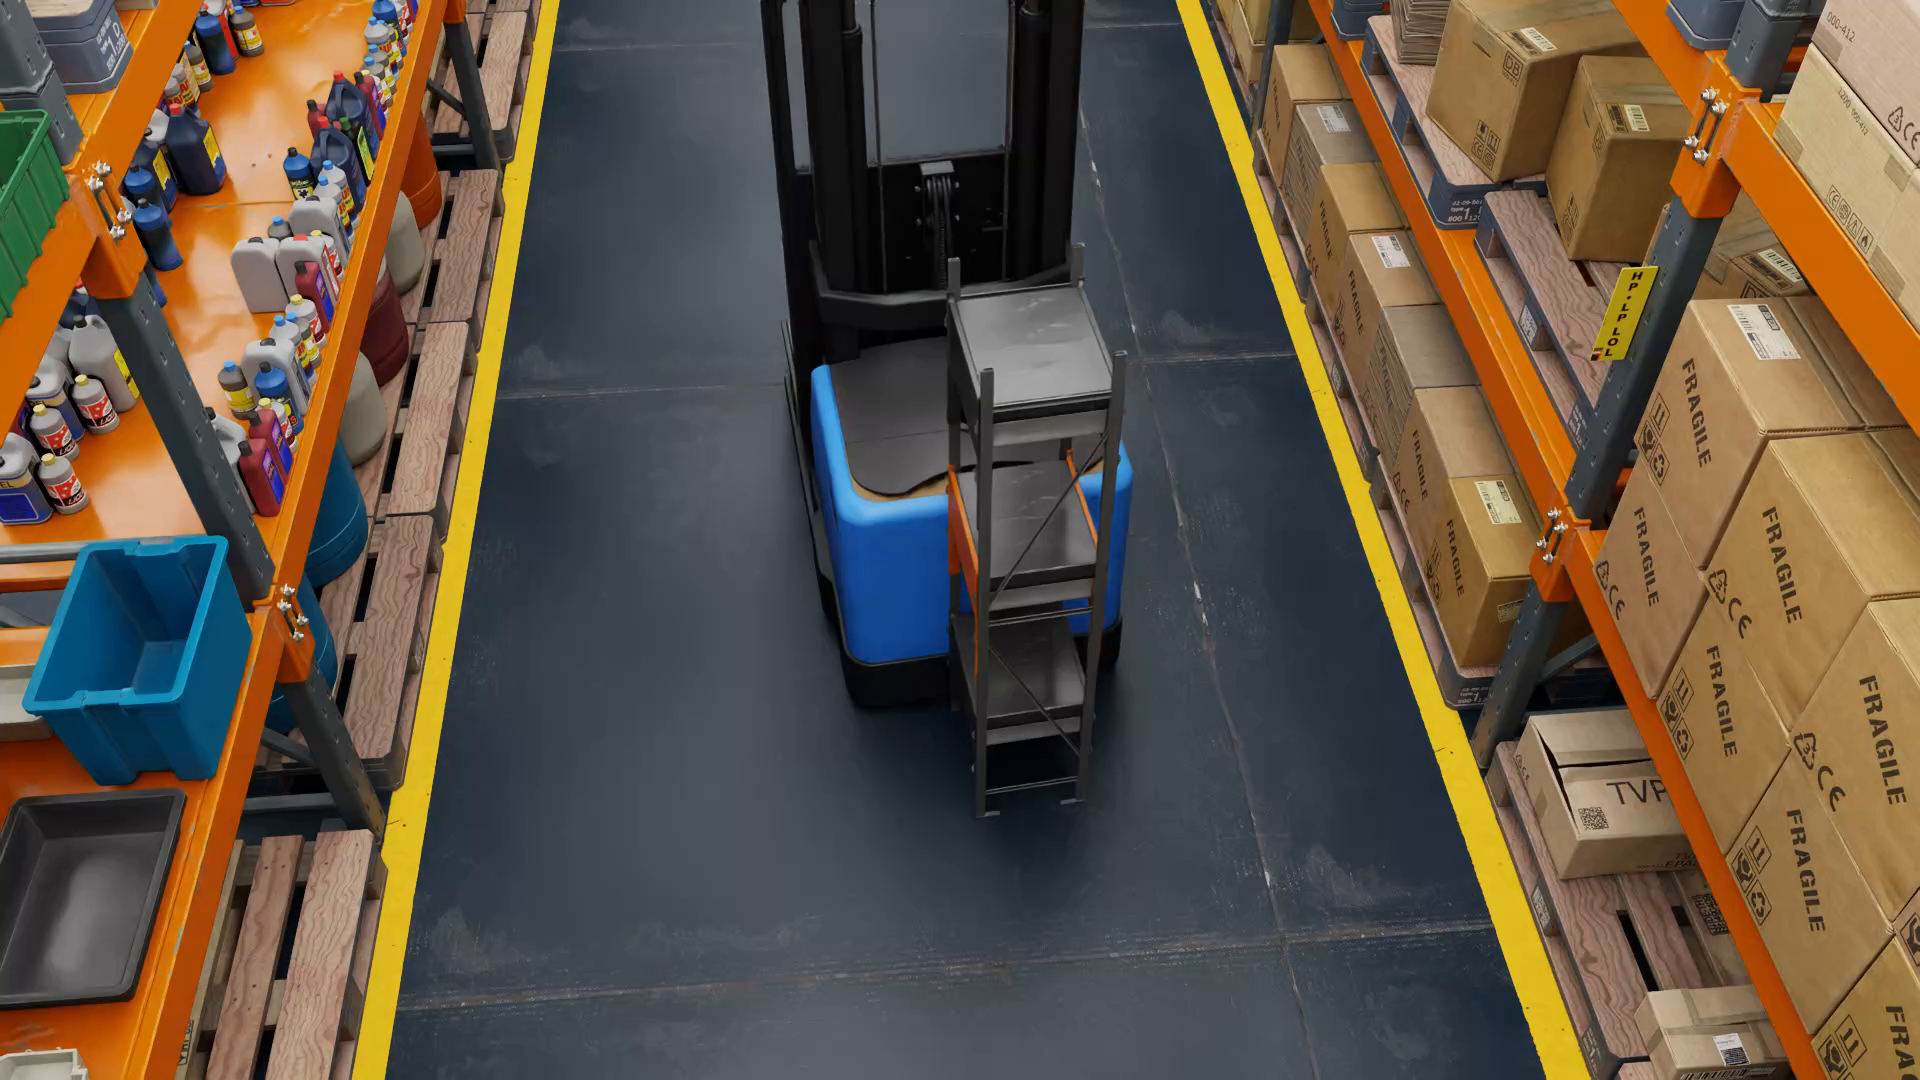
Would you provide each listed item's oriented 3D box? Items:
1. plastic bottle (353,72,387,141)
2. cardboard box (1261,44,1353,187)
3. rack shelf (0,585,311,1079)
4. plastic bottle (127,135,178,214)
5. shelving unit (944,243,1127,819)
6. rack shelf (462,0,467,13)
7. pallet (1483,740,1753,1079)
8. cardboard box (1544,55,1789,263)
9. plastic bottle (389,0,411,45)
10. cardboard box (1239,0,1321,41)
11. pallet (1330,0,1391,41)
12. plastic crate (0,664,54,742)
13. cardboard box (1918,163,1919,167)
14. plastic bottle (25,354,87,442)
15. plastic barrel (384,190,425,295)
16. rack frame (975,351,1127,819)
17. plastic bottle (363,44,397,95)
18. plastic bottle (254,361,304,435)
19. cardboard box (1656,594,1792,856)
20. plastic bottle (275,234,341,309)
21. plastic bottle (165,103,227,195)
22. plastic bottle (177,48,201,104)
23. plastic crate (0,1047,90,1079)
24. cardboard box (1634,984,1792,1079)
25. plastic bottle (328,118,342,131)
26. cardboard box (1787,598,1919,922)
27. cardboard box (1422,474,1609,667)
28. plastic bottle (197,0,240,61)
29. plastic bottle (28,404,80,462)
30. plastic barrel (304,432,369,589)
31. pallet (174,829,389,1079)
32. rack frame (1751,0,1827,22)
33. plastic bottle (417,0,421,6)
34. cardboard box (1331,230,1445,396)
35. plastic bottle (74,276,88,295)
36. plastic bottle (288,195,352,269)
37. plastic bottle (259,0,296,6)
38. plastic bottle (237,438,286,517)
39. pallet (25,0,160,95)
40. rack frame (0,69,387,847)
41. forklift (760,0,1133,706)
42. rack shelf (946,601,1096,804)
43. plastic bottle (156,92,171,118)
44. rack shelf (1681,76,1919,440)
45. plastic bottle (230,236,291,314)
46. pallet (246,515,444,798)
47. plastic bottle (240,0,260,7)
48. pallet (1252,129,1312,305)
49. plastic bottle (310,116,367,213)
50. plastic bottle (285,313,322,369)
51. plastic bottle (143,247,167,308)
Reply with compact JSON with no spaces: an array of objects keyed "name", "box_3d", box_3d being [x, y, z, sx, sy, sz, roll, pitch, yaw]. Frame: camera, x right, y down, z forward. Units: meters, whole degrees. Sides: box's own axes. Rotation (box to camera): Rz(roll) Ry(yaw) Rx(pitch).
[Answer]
[{"name":"plastic bottle","box_3d":[-2.324,-1.725,6.534,0.061,0.283,0.133,-3,47,-3]},{"name":"cardboard box","box_3d":[1.811,-2.102,8.230,0.500,0.500,0.500,-2,47,-2]},{"name":"rack shelf","box_3d":[-2.376,1.730,3.678,1.077,0.370,4.000,-3,47,-3]},{"name":"plastic bottle","box_3d":[-3.039,-1.390,6.171,0.144,0.351,0.185,-3,47,-3]},{"name":"shelving unit","box_3d":[0.207,0.069,5.375,0.431,2.100,0.503,-8,47,-7]},{"name":"rack shelf","box_3d":[-3.046,-4.058,9.159,1.077,0.370,4.000,-3,47,-3]},{"name":"pallet","box_3d":[2.449,1.193,5.611,1.003,0.211,1.213,-3,47,-3]},{"name":"cardboard box","box_3d":[2.455,-1.292,5.686,0.700,0.500,0.500,3,47,3]},{"name":"plastic bottle","box_3d":[-2.400,-2.202,7.042,0.097,0.201,0.097,0,47,0]},{"name":"cardboard box","box_3d":[1.769,-2.913,8.797,0.500,0.311,0.500,-2,47,-2]},{"name":"pallet","box_3d":[2.185,-2.605,7.420,1.213,0.211,1.003,-3,47,-3]},{"name":"plastic crate","box_3d":[-2.647,0.451,4.534,0.396,0.136,0.243,-3,47,-3]},{"name":"cardboard box","box_3d":[2.230,-0.686,3.163,0.500,0.250,0.500,-3,47,-3]},{"name":"plastic bottle","box_3d":[-2.929,-0.452,5.334,0.152,0.276,0.135,-3,47,-3]},{"name":"plastic barrel","box_3d":[-2.684,-1.391,7.563,0.421,0.512,0.421,0,47,0]},{"name":"rack frame","box_3d":[0.252,0.243,5.210,0.400,2.100,0.015,-8,47,-7]},{"name":"plastic bottle","box_3d":[-2.368,-1.920,6.776,0.097,0.201,0.097,0,47,0]},{"name":"plastic bottle","box_3d":[-2.196,-0.461,5.346,0.097,0.271,0.097,0,47,0]},{"name":"cardboard box","box_3d":[2.210,0.458,4.318,0.500,0.500,0.500,-3,47,-3]},{"name":"plastic bottle","box_3d":[-2.280,-0.950,5.806,0.152,0.276,0.135,-3,47,-3]},{"name":"plastic bottle","box_3d":[-2.898,-1.496,6.272,0.144,0.351,0.185,-3,47,-3]},{"name":"plastic bottle","box_3d":[-3.140,-1.884,6.685,0.061,0.283,0.133,-3,47,-3]},{"name":"plastic crate","box_3d":[-2.098,1.347,3.685,0.293,0.136,0.466,-3,47,-3]},{"name":"cardboard box","box_3d":[2.295,1.502,5.046,0.380,0.166,0.250,-3,47,-3]},{"name":"plastic bottle","box_3d":[-2.358,-1.491,6.313,0.061,0.283,0.133,-3,47,-3]},{"name":"cardboard box","box_3d":[2.238,0.462,3.625,0.500,0.500,0.500,-5,47,-4]},{"name":"cardboard box","box_3d":[2.066,0.106,6.139,0.500,0.500,0.500,-4,47,-4]},{"name":"plastic bottle","box_3d":[-3.125,-2.148,6.941,0.152,0.276,0.135,-3,47,-3]},{"name":"plastic bottle","box_3d":[-2.886,-0.344,5.283,0.097,0.201,0.097,0,47,0]},{"name":"plastic barrel","box_3d":[-2.631,-0.294,6.255,0.600,0.901,0.708,-3,47,-3]},{"name":"pallet","box_3d":[-2.443,1.524,5.298,1.003,0.211,1.213,-3,47,-3]},{"name":"rack frame","box_3d":[2.393,-2.326,2.891,1.000,3.000,0.127,-3,47,-3]},{"name":"plastic bottle","box_3d":[-2.428,-2.439,7.267,0.097,0.201,0.097,0,47,0]},{"name":"cardboard box","box_3d":[1.947,-0.983,7.170,0.500,0.500,0.500,-5,47,-5]},{"name":"plastic bottle","box_3d":[-2.971,-0.817,5.679,0.152,0.276,0.135,-3,47,-3]},{"name":"plastic bottle","box_3d":[-2.299,-1.118,5.964,0.152,0.276,0.135,-3,47,-3]},{"name":"plastic bottle","box_3d":[-3.013,-2.492,7.267,0.152,0.276,0.135,-3,47,-3]},{"name":"plastic bottle","box_3d":[-2.149,-0.216,5.105,0.061,0.283,0.133,-3,47,-3]},{"name":"pallet","box_3d":[-2.706,-1.492,4.298,1.213,0.211,1.003,-3,47,-3]},{"name":"rack frame","box_3d":[-2.543,0.035,4.787,1.000,3.000,0.127,-3,47,-3]},{"name":"forklift","box_3d":[-0.169,-1.476,6.265,1.130,2.935,3.031,-8,47,-7]},{"name":"rack shelf","box_3d":[0.207,0.560,5.893,0.431,0.518,0.480,-8,47,-7]},{"name":"plastic bottle","box_3d":[-3.113,-1.647,6.461,0.061,0.283,0.133,-3,47,-3]},{"name":"rack shelf","box_3d":[2.560,0.400,2.871,1.077,0.370,4.000,-3,47,-3]},{"name":"plastic bottle","box_3d":[-2.432,-0.941,5.797,0.152,0.276,0.135,-3,47,-3]},{"name":"pallet","box_3d":[-2.566,0.434,6.331,1.003,0.211,1.213,-3,47,-3]},{"name":"plastic bottle","box_3d":[-3.164,-2.483,7.258,0.152,0.276,0.135,-3,47,-3]},{"name":"pallet","box_3d":[2.083,-1.656,8.309,1.003,0.211,1.213,-3,47,-3]},{"name":"plastic bottle","box_3d":[-2.325,-1.400,6.180,0.144,0.351,0.185,-3,47,-3]},{"name":"plastic bottle","box_3d":[-2.224,-0.675,5.597,0.097,0.201,0.097,0,47,0]},{"name":"plastic bottle","box_3d":[-2.860,-0.933,5.793,0.097,0.271,0.097,0,47,0]}]
